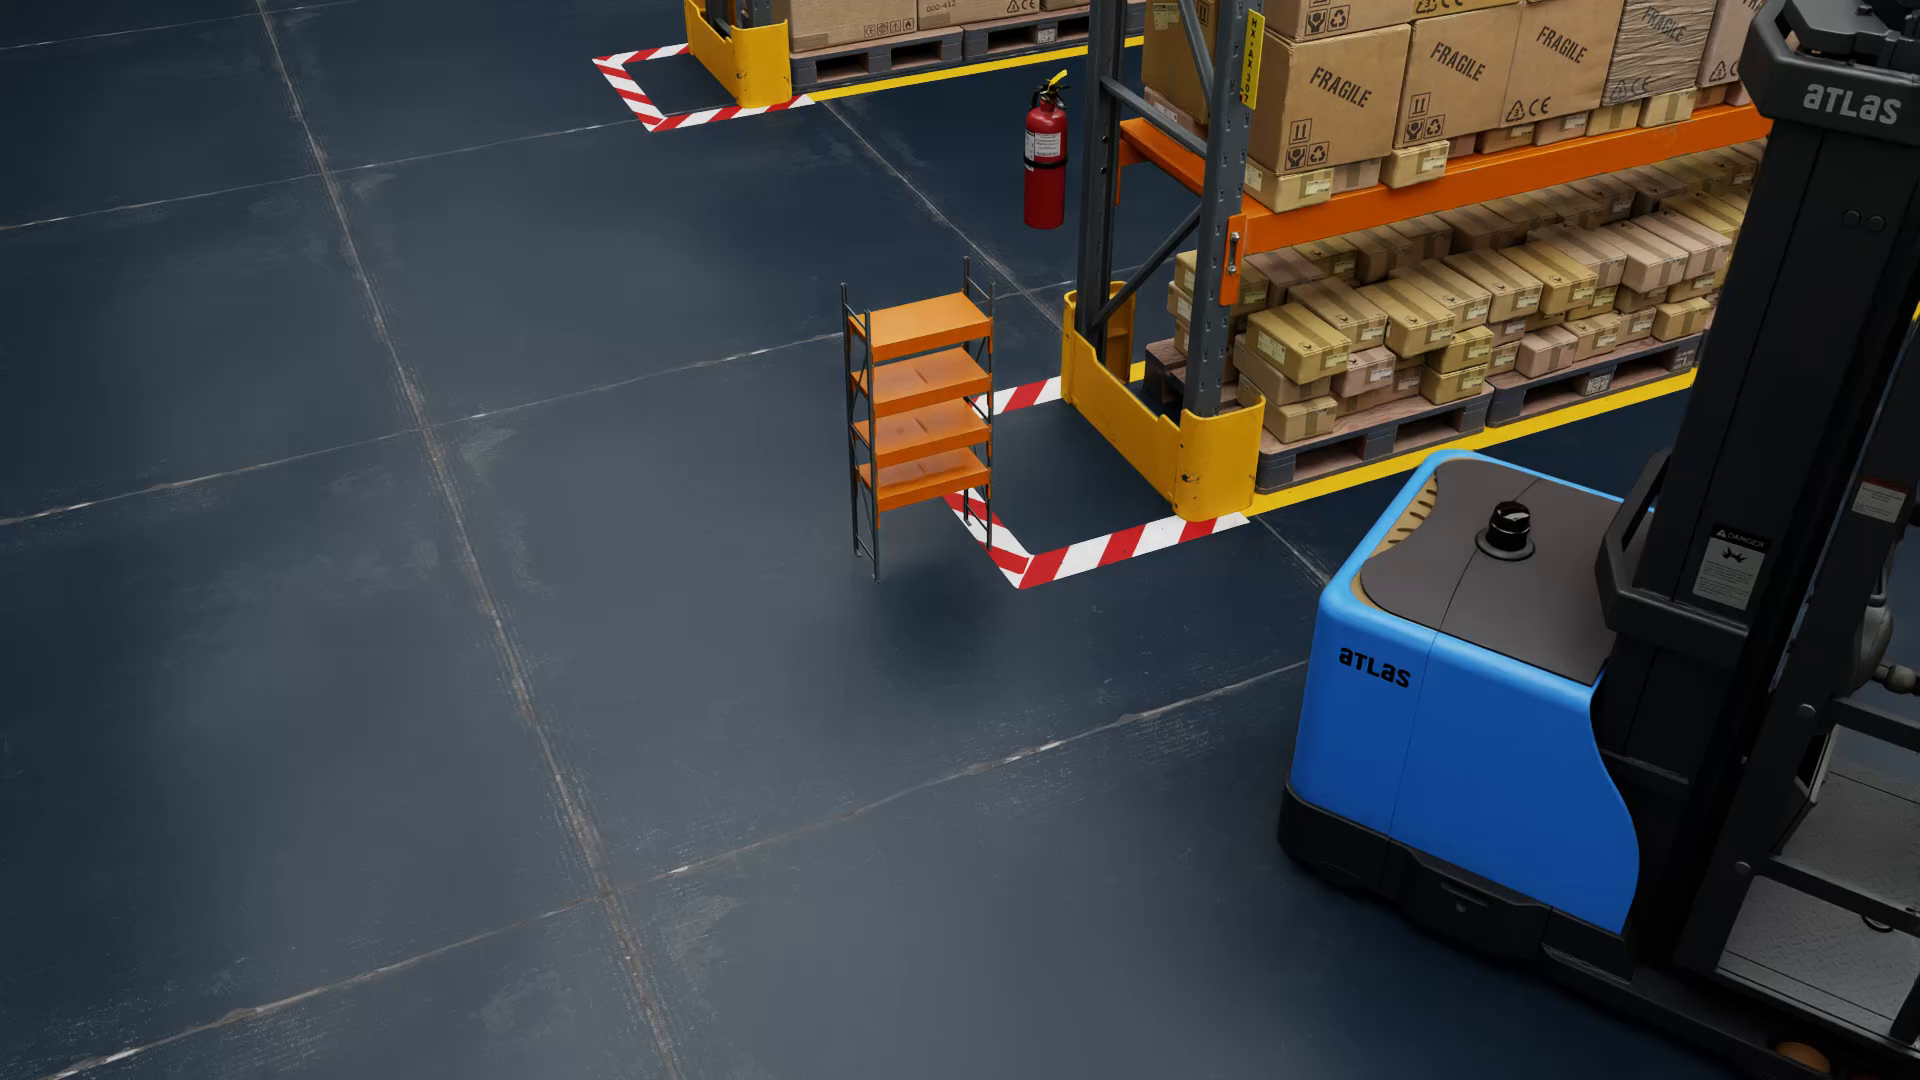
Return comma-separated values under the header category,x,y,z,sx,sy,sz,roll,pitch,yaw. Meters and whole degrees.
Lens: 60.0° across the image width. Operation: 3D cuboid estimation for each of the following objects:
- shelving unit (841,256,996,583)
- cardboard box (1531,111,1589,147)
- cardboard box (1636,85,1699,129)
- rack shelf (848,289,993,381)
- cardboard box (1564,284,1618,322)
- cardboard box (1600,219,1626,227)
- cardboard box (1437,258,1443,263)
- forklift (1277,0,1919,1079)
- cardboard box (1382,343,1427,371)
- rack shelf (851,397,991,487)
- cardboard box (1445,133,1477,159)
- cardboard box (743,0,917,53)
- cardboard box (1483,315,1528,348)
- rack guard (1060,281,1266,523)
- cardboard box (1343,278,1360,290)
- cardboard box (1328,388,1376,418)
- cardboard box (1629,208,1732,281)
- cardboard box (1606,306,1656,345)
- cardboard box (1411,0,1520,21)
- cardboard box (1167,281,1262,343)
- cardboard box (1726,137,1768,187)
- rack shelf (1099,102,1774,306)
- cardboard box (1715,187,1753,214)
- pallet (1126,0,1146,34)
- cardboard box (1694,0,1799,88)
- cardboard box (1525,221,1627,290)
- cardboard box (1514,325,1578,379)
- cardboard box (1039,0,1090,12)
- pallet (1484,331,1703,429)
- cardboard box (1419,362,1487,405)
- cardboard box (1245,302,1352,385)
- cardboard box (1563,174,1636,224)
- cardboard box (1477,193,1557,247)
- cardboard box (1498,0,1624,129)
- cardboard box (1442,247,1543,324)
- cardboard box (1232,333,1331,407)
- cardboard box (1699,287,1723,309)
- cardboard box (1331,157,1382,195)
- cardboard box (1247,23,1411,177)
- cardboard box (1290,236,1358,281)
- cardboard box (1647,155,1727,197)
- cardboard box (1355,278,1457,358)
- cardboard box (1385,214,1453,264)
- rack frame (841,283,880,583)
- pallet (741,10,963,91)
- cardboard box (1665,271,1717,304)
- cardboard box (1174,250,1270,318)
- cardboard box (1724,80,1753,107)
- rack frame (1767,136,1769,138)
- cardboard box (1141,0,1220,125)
category,x,y,z,sx,sy,sz,roll,pitch,yaw
shelving unit,-0.150,-0.440,6.336,0.503,1.200,0.258,-16,39,-20
cardboard box,2.354,-1.775,6.837,0.250,0.149,0.380,-16,40,-21
cardboard box,2.852,-1.881,6.980,0.250,0.149,0.380,-15,39,-19
rack shelf,-0.150,-0.756,6.102,0.480,0.148,0.258,-16,39,-20
cardboard box,2.769,-1.168,7.597,0.250,0.149,0.380,-14,39,-18
cardboard box,3.031,-1.522,8.075,0.250,0.149,0.380,-14,39,-18
cardboard box,2.065,-1.304,7.781,0.250,0.149,0.380,-15,39,-19
forklift,2.531,0.088,4.171,3.031,2.935,1.130,21,42,26
cardboard box,1.814,-0.889,7.221,0.250,0.149,0.380,-15,39,-19
rack shelf,-0.150,-0.386,6.376,0.480,0.148,0.258,-16,39,-20
cardboard box,1.863,-1.673,6.698,0.250,0.149,0.380,-14,39,-18
cardboard box,-0.865,-3.607,10.894,0.875,0.438,0.875,-17,40,-21
cardboard box,2.293,-1.014,7.390,0.250,0.149,0.380,-18,40,-22
rack guard,0.844,-0.618,7.164,0.348,0.500,1.175,-16,39,-20
cardboard box,1.601,-1.166,7.595,0.250,0.149,0.380,-17,40,-22
cardboard box,1.588,-0.697,7.212,0.250,0.149,0.380,-16,39,-20
cardboard box,3.274,-1.353,7.597,0.250,0.149,0.380,-18,40,-22
cardboard box,2.984,-1.064,7.708,0.250,0.149,0.380,-15,39,-19
cardboard box,1.748,-2.266,6.114,0.500,0.500,0.500,-14,39,-19
cardboard box,1.132,-1.034,7.416,0.250,0.149,0.380,-17,40,-21
cardboard box,3.996,-1.903,8.338,0.250,0.149,0.380,-14,39,-18
rack shelf,2.586,-1.820,7.290,4.000,0.370,1.077,-16,39,-20
cardboard box,3.748,-1.495,7.788,0.250,0.149,0.380,-16,39,-20
pallet,1.480,-3.989,11.951,1.213,0.211,1.003,-16,39,-20
cardboard box,3.157,-2.244,6.924,0.500,0.500,0.500,-16,39,-20
cardboard box,2.764,-1.274,7.491,0.250,0.149,0.380,-16,39,-20
cardboard box,2.540,-0.901,7.488,0.250,0.149,0.380,-18,40,-22
cardboard box,0.777,-4.071,11.519,0.875,0.438,0.875,-17,40,-21
pallet,2.697,-0.995,7.915,1.213,0.211,1.003,-16,39,-20
cardboard box,2.087,-0.769,7.310,0.250,0.149,0.380,-15,39,-19
cardboard box,1.394,-0.815,6.872,0.250,0.149,0.380,-17,40,-22
cardboard box,3.022,-1.676,8.032,0.250,0.149,0.380,-15,39,-19
cardboard box,2.571,-1.521,7.824,0.250,0.149,0.380,-15,39,-20
cardboard box,2.221,-1.994,6.586,0.500,0.500,0.500,-15,39,-19
cardboard box,2.319,-1.117,7.279,0.250,0.149,0.380,-14,39,-18
cardboard box,1.359,-0.740,7.021,0.250,0.149,0.380,-14,39,-18
cardboard box,3.413,-1.233,7.934,0.250,0.149,0.380,-17,40,-21
cardboard box,1.421,-1.494,6.457,0.250,0.149,0.380,-14,39,-18
cardboard box,1.299,-1.727,6.227,0.500,0.500,0.500,-14,39,-18
cardboard box,1.579,-1.303,7.530,0.250,0.149,0.380,-16,40,-21
cardboard box,3.514,-1.774,8.165,0.250,0.149,0.380,-16,40,-21
cardboard box,1.875,-0.944,7.046,0.250,0.149,0.380,-16,39,-20
cardboard box,2.060,-1.432,7.704,0.250,0.149,0.380,-14,39,-18
rack frame,-0.371,-0.378,6.253,0.015,1.200,0.240,-16,39,-20
pallet,-0.729,-3.371,11.118,1.213,0.211,1.003,-16,39,-20
cardboard box,3.280,-1.269,7.734,0.250,0.149,0.380,-15,39,-19
cardboard box,1.147,-1.136,7.305,0.250,0.149,0.380,-15,39,-19
cardboard box,3.306,-2.020,7.166,0.250,0.149,0.380,-17,40,-22
rack frame,4.396,-2.615,7.758,0.127,3.000,1.000,-16,39,-20
cardboard box,1.073,-2.015,6.615,0.500,0.500,0.500,-15,39,-19
